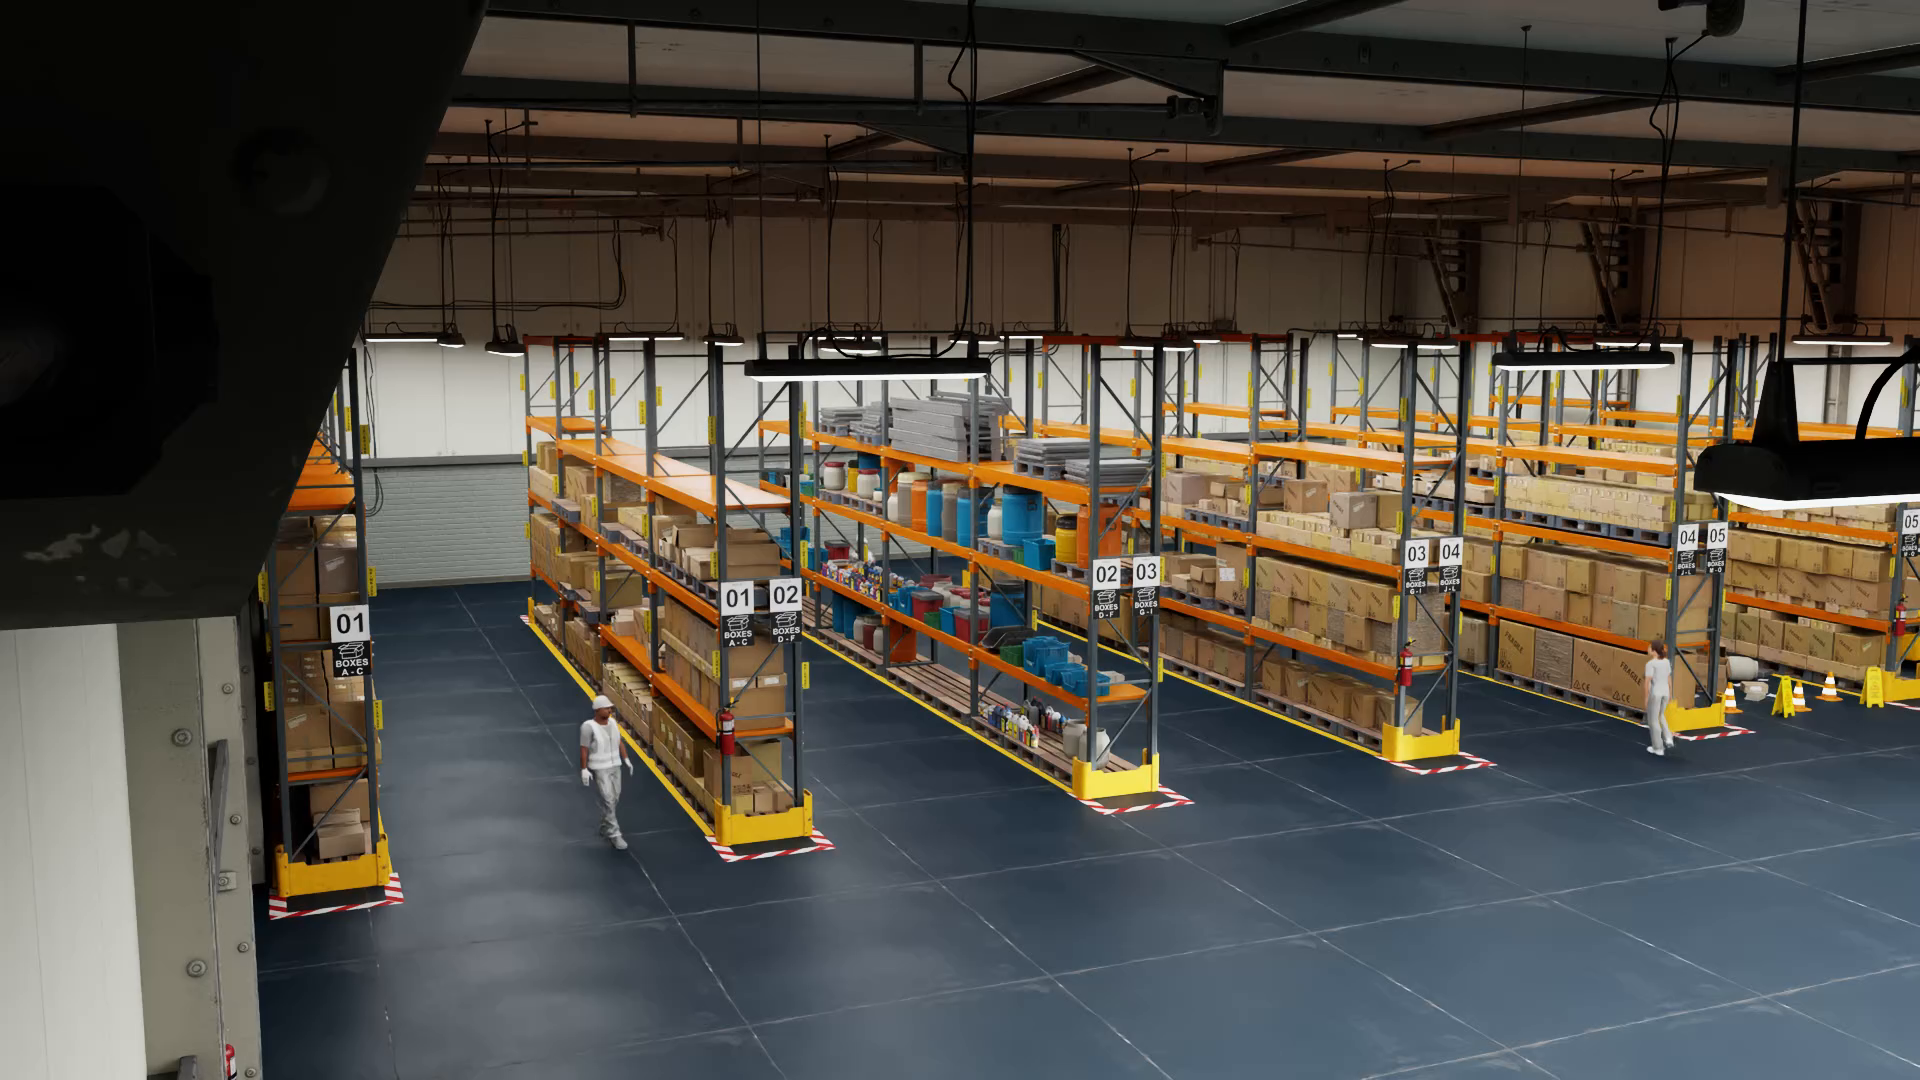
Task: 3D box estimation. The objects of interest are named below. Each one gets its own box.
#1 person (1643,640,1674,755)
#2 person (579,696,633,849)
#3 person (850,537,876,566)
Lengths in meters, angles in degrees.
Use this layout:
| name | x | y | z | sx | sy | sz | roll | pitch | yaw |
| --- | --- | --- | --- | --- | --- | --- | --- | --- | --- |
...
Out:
| name | x | y | z | sx | sy | sz | roll | pitch | yaw |
| --- | --- | --- | --- | --- | --- | --- | --- | --- | --- |
| person | 10.177 | 2.289 | 24.225 | 0.490 | 1.660 | 0.471 | -2 | 8 | -14 |
| person | -4.200 | 2.796 | 20.150 | 0.777 | 1.783 | 0.591 | 6 | 9 | 36 |
| person | -2.028 | 0.788 | 35.177 | 0.557 | 1.729 | 1.046 | -6 | 10 | -37 |
